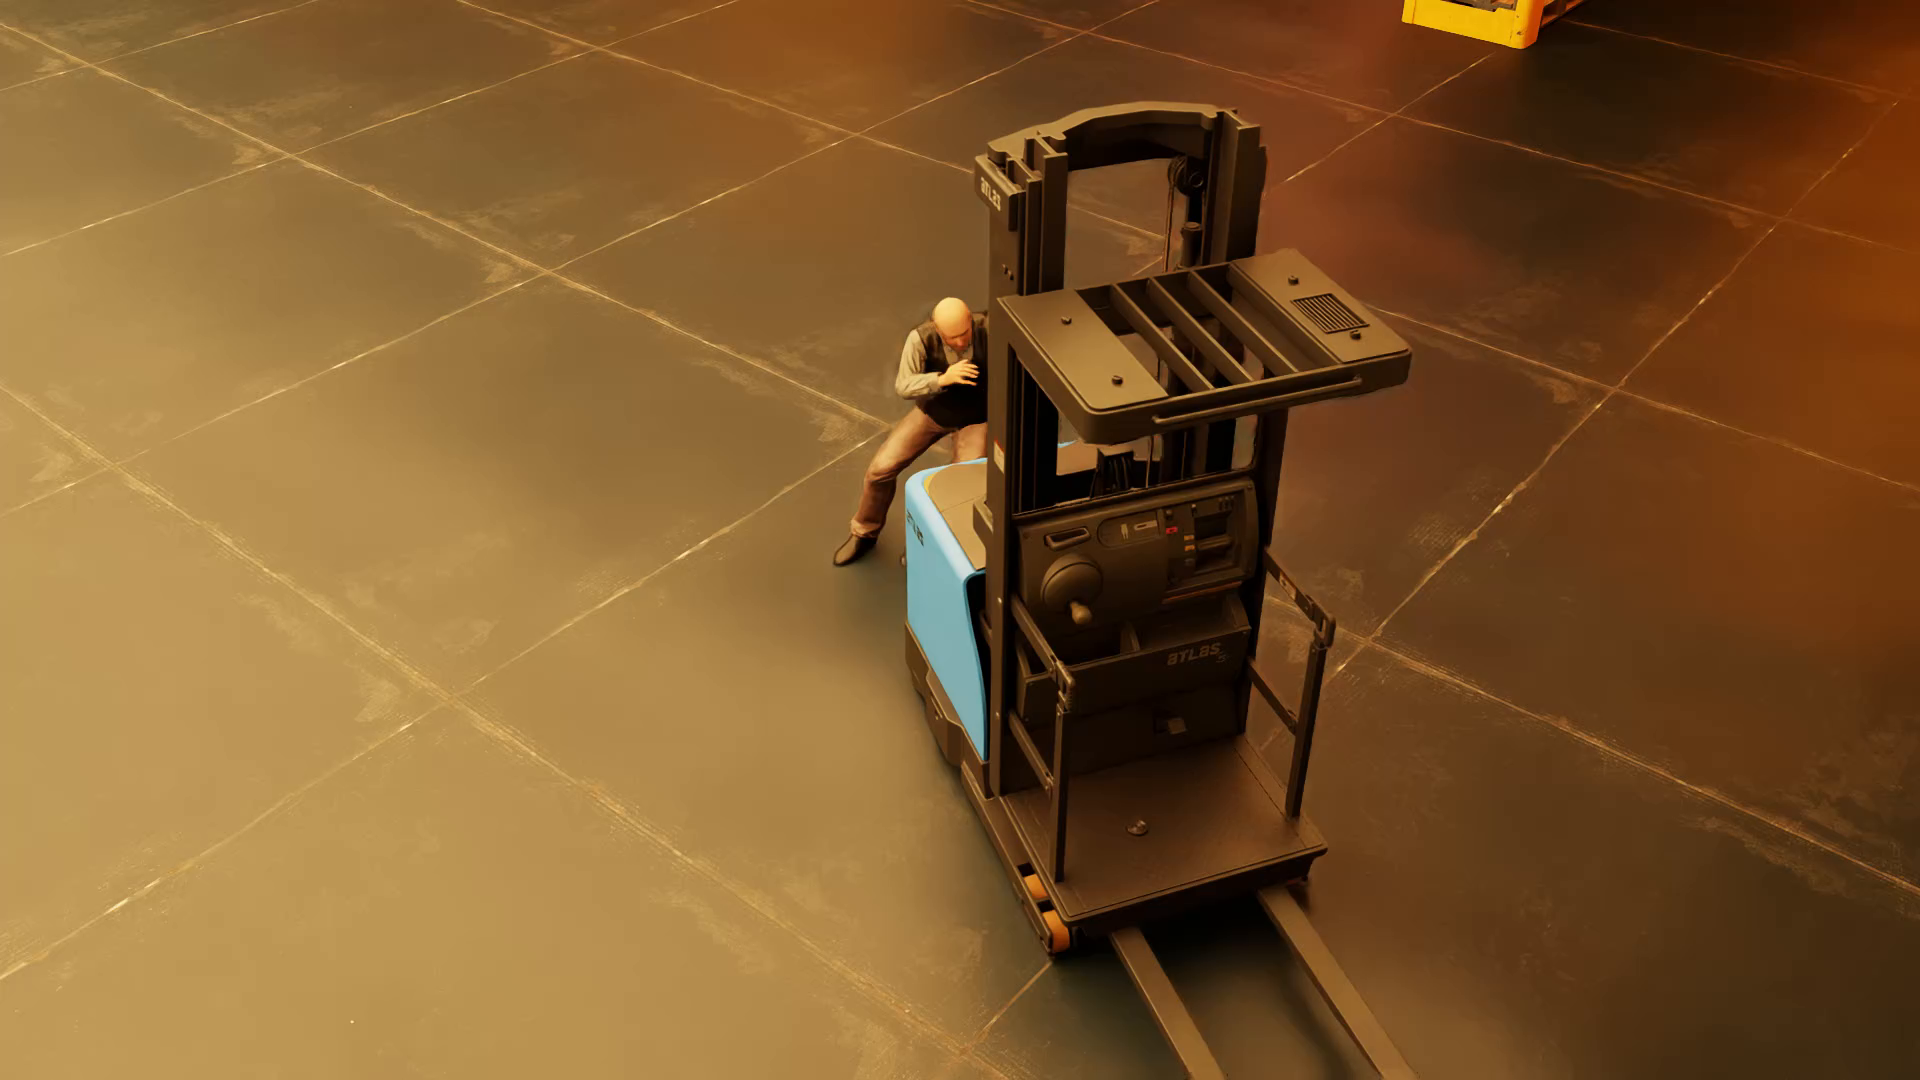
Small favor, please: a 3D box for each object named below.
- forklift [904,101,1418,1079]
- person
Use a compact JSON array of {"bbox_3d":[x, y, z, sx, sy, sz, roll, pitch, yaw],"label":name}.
[{"bbox_3d":[0.730,0.112,5.860,1.130,2.935,3.031,-12,38,-16],"label":"forklift"},{"bbox_3d":[0.097,-0.575,8.128,1.467,1.408,0.712,1,36,1],"label":"person"}]
